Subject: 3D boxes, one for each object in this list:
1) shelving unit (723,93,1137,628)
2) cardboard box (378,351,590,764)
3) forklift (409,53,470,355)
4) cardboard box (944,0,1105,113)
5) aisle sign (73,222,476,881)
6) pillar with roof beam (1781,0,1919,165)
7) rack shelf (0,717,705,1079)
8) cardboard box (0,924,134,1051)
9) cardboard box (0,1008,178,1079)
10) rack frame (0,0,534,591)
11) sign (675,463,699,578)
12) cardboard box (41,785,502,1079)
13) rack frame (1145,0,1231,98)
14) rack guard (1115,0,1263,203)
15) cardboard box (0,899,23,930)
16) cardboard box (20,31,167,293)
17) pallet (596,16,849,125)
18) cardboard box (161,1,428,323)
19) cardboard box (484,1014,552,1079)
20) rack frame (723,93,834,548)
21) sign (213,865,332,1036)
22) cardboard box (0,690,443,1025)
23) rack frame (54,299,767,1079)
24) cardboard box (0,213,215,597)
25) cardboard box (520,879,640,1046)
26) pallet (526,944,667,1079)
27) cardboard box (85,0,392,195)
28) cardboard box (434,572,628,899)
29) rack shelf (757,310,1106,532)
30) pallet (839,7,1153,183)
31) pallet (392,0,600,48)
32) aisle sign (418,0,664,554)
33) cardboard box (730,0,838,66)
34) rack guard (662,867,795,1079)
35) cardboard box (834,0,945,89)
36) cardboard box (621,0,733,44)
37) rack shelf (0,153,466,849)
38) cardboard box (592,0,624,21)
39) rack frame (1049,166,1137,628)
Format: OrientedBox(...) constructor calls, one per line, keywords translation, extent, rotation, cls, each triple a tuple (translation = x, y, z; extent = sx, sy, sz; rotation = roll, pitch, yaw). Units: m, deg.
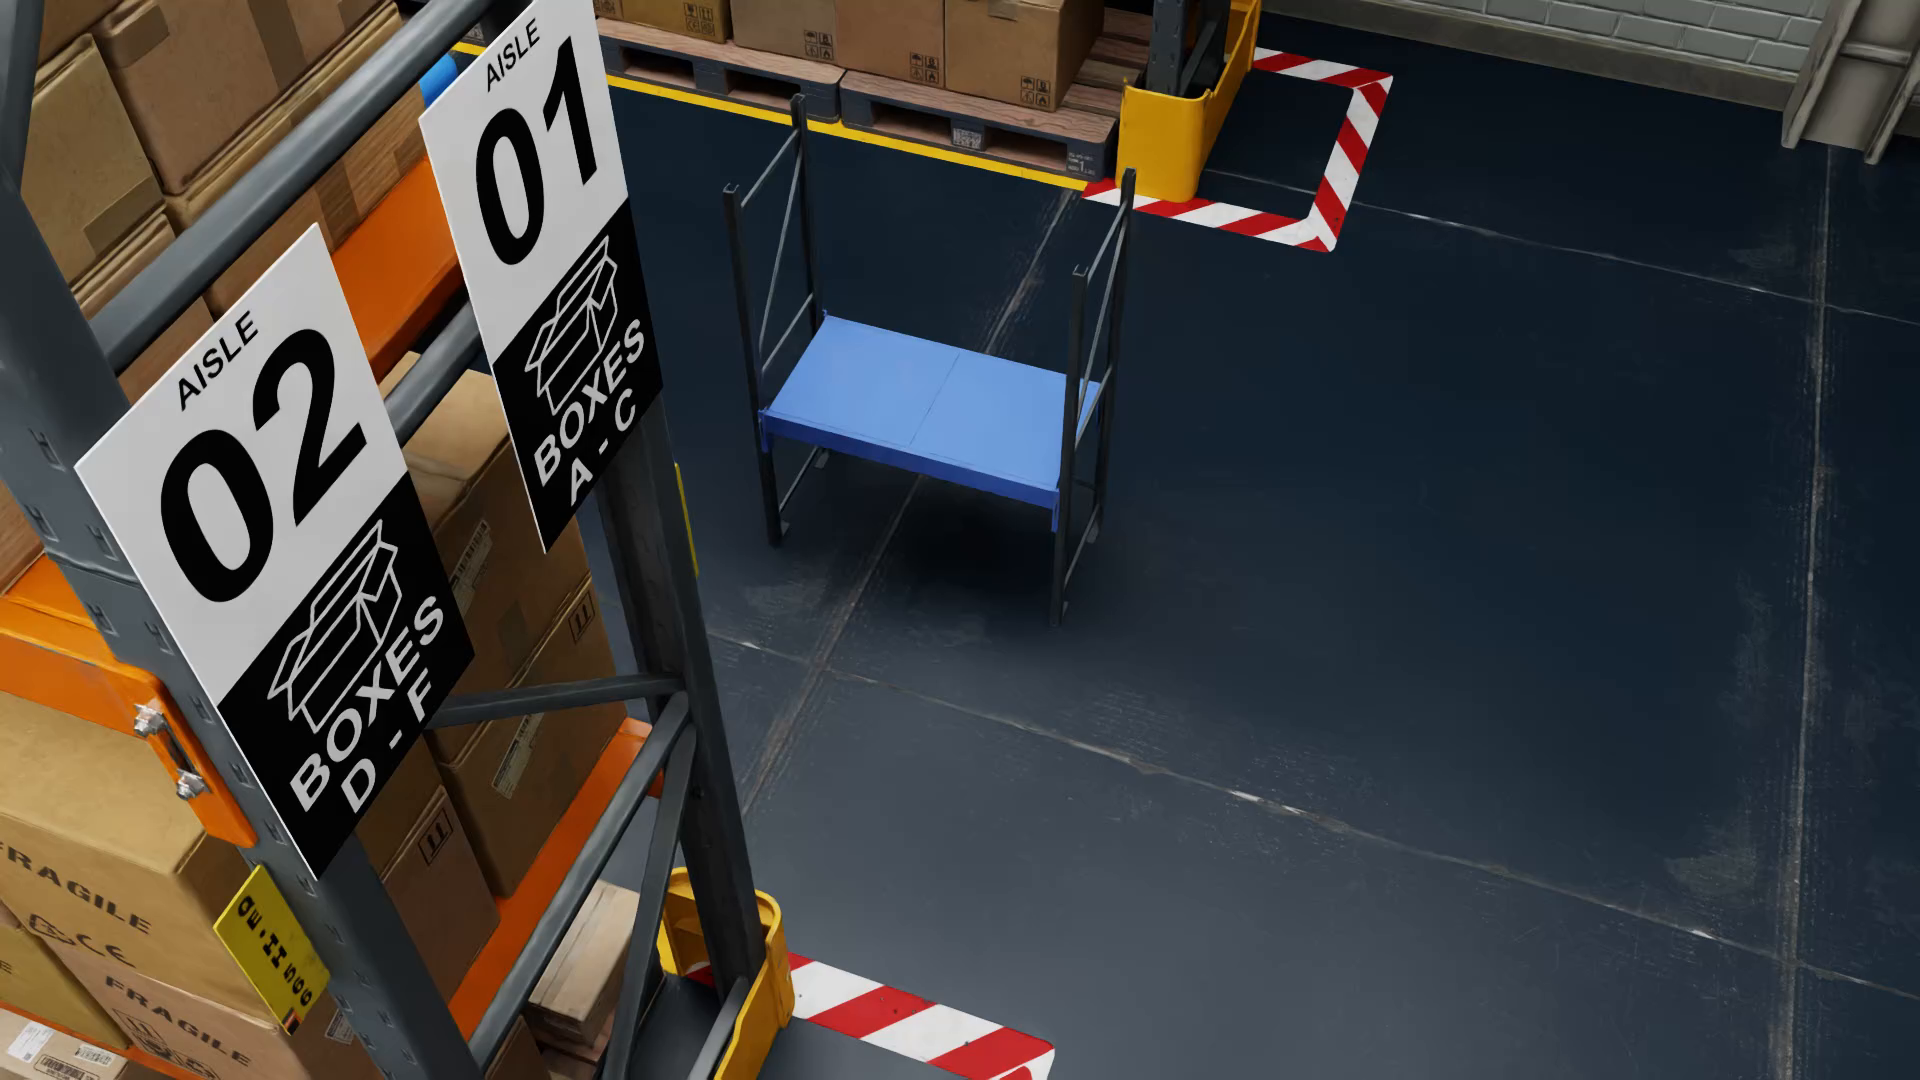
OrientedBox(translation=(-0.080, -0.514, 5.203), extent=(1.048, 1.500, 0.538), rotation=(16, 51, 13), cls="shelving unit")
OrientedBox(translation=(-1.058, 0.002, 3.035), extent=(0.500, 0.500, 0.500), rotation=(17, 51, 14), cls="cardboard box")
OrientedBox(translation=(-3.311, -2.085, 5.618), extent=(3.031, 2.935, 1.130), rotation=(19, 52, 16), cls="forklift")
OrientedBox(translation=(0.289, -2.278, 7.116), extent=(0.500, 0.500, 0.700), rotation=(16, 51, 13), cls="cardboard box")
OrientedBox(translation=(-0.775, 0.049, 2.002), extent=(0.004, 0.787, 0.394), rotation=(16, 51, 13), cls="aisle sign")
OrientedBox(translation=(2.321, -1.666, 1.239), extent=(0.400, 9.000, 9.100), rotation=(16, 51, 13), cls="pillar with roof beam")
OrientedBox(translation=(-2.609, 0.377, 3.914), extent=(4.000, 0.370, 1.077), rotation=(16, 51, 13), cls="rack shelf")
OrientedBox(translation=(-1.735, 0.575, 3.201), extent=(0.500, 0.500, 0.500), rotation=(16, 51, 13), cls="cardboard box")
OrientedBox(translation=(-2.209, 1.184, 4.267), extent=(0.500, 0.250, 0.500), rotation=(16, 51, 13), cls="cardboard box")
OrientedBox(translation=(-0.733, -1.299, 0.921), extent=(0.127, 3.000, 1.000), rotation=(16, 51, 13), cls="rack frame")
OrientedBox(translation=(-0.545, -0.003, 3.195), extent=(0.005, 0.325, 0.100), rotation=(16, 51, 13), cls="sign")
OrientedBox(translation=(-1.247, 0.708, 3.085), extent=(0.500, 0.500, 0.500), rotation=(17, 51, 14), cls="cardboard box")
OrientedBox(translation=(0.980, -2.847, 6.233), extent=(0.127, 3.000, 1.000), rotation=(16, 51, 13), cls="rack frame")
OrientedBox(translation=(1.003, -2.022, 7.172), extent=(0.348, 0.500, 1.175), rotation=(16, 51, 13), cls="rack guard")
OrientedBox(translation=(-1.720, 0.252, 2.819), extent=(0.500, 0.500, 0.500), rotation=(17, 51, 14), cls="cardboard box")
OrientedBox(translation=(-1.303, -0.385, 1.883), extent=(0.500, 0.250, 0.500), rotation=(16, 51, 13), cls="cardboard box")
OrientedBox(translation=(-0.937, -2.408, 7.698), extent=(1.213, 0.211, 1.003), rotation=(16, 51, 13), cls="pallet")
OrientedBox(translation=(-1.127, -0.583, 2.384), extent=(0.500, 0.250, 0.500), rotation=(16, 51, 13), cls="cardboard box")
OrientedBox(translation=(-1.328, 1.372, 3.939), extent=(0.500, 0.500, 0.500), rotation=(16, 51, 13), cls="cardboard box")
OrientedBox(translation=(-0.557, -0.647, 5.318), extent=(0.032, 1.500, 0.500), rotation=(16, 51, 13), cls="rack frame")
OrientedBox(translation=(-0.944, 0.571, 2.295), extent=(0.005, 0.325, 0.100), rotation=(16, 51, 13), cls="sign")
OrientedBox(translation=(-1.246, 0.384, 2.705), extent=(0.500, 0.500, 0.500), rotation=(15, 51, 13), cls="cardboard box")
OrientedBox(translation=(-0.733, 0.665, 3.188), extent=(0.127, 3.000, 1.000), rotation=(16, 51, 13), cls="rack frame")
OrientedBox(translation=(-1.306, -0.216, 2.066), extent=(0.500, 0.250, 0.500), rotation=(16, 51, 13), cls="cardboard box")
OrientedBox(translation=(-1.006, 1.102, 4.406), extent=(0.250, 0.149, 0.380), rotation=(16, 51, 13), cls="cardboard box")
OrientedBox(translation=(-1.552, 1.351, 4.440), extent=(1.213, 0.211, 1.003), rotation=(16, 51, 13), cls="pallet")
OrientedBox(translation=(-1.124, -0.751, 2.199), extent=(0.500, 0.250, 0.500), rotation=(16, 51, 13), cls="cardboard box")
OrientedBox(translation=(-1.058, 0.330, 3.413), extent=(0.500, 0.500, 0.500), rotation=(17, 51, 14), cls="cardboard box")
OrientedBox(translation=(-0.080, -0.396, 5.339), extent=(1.000, 0.185, 0.538), rotation=(16, 51, 13), cls="rack shelf")
OrientedBox(translation=(0.203, -2.088, 7.420), extent=(1.213, 0.211, 1.003), rotation=(16, 51, 13), cls="pallet")
OrientedBox(translation=(-2.086, -2.727, 7.973), extent=(1.213, 0.211, 1.003), rotation=(16, 51, 13), cls="pallet")
OrientedBox(translation=(-0.567, -0.376, 2.371), extent=(0.004, 0.787, 0.394), rotation=(16, 51, 13), cls="aisle sign")
OrientedBox(translation=(-0.652, -2.541, 7.343), extent=(0.500, 0.500, 0.700), rotation=(14, 51, 12), cls="cardboard box")
OrientedBox(translation=(-0.804, 1.464, 4.150), extent=(0.348, 0.500, 1.175), rotation=(16, 51, 13), cls="rack guard")
OrientedBox(translation=(-0.180, -2.409, 7.229), extent=(0.500, 0.500, 0.700), rotation=(15, 51, 13), cls="cardboard box")
OrientedBox(translation=(-1.155, -2.675, 7.460), extent=(0.500, 0.500, 0.700), rotation=(17, 51, 14), cls="cardboard box")
OrientedBox(translation=(-2.609, -0.605, 2.781), extent=(4.000, 0.370, 1.077), rotation=(16, 51, 13), cls="rack shelf")
OrientedBox(translation=(-1.636, -2.811, 7.578), extent=(0.500, 0.500, 0.700), rotation=(15, 51, 13), cls="cardboard box")
OrientedBox(translation=(0.397, -0.380, 5.087), extent=(0.032, 1.500, 0.500), rotation=(16, 51, 13), cls="rack frame")
